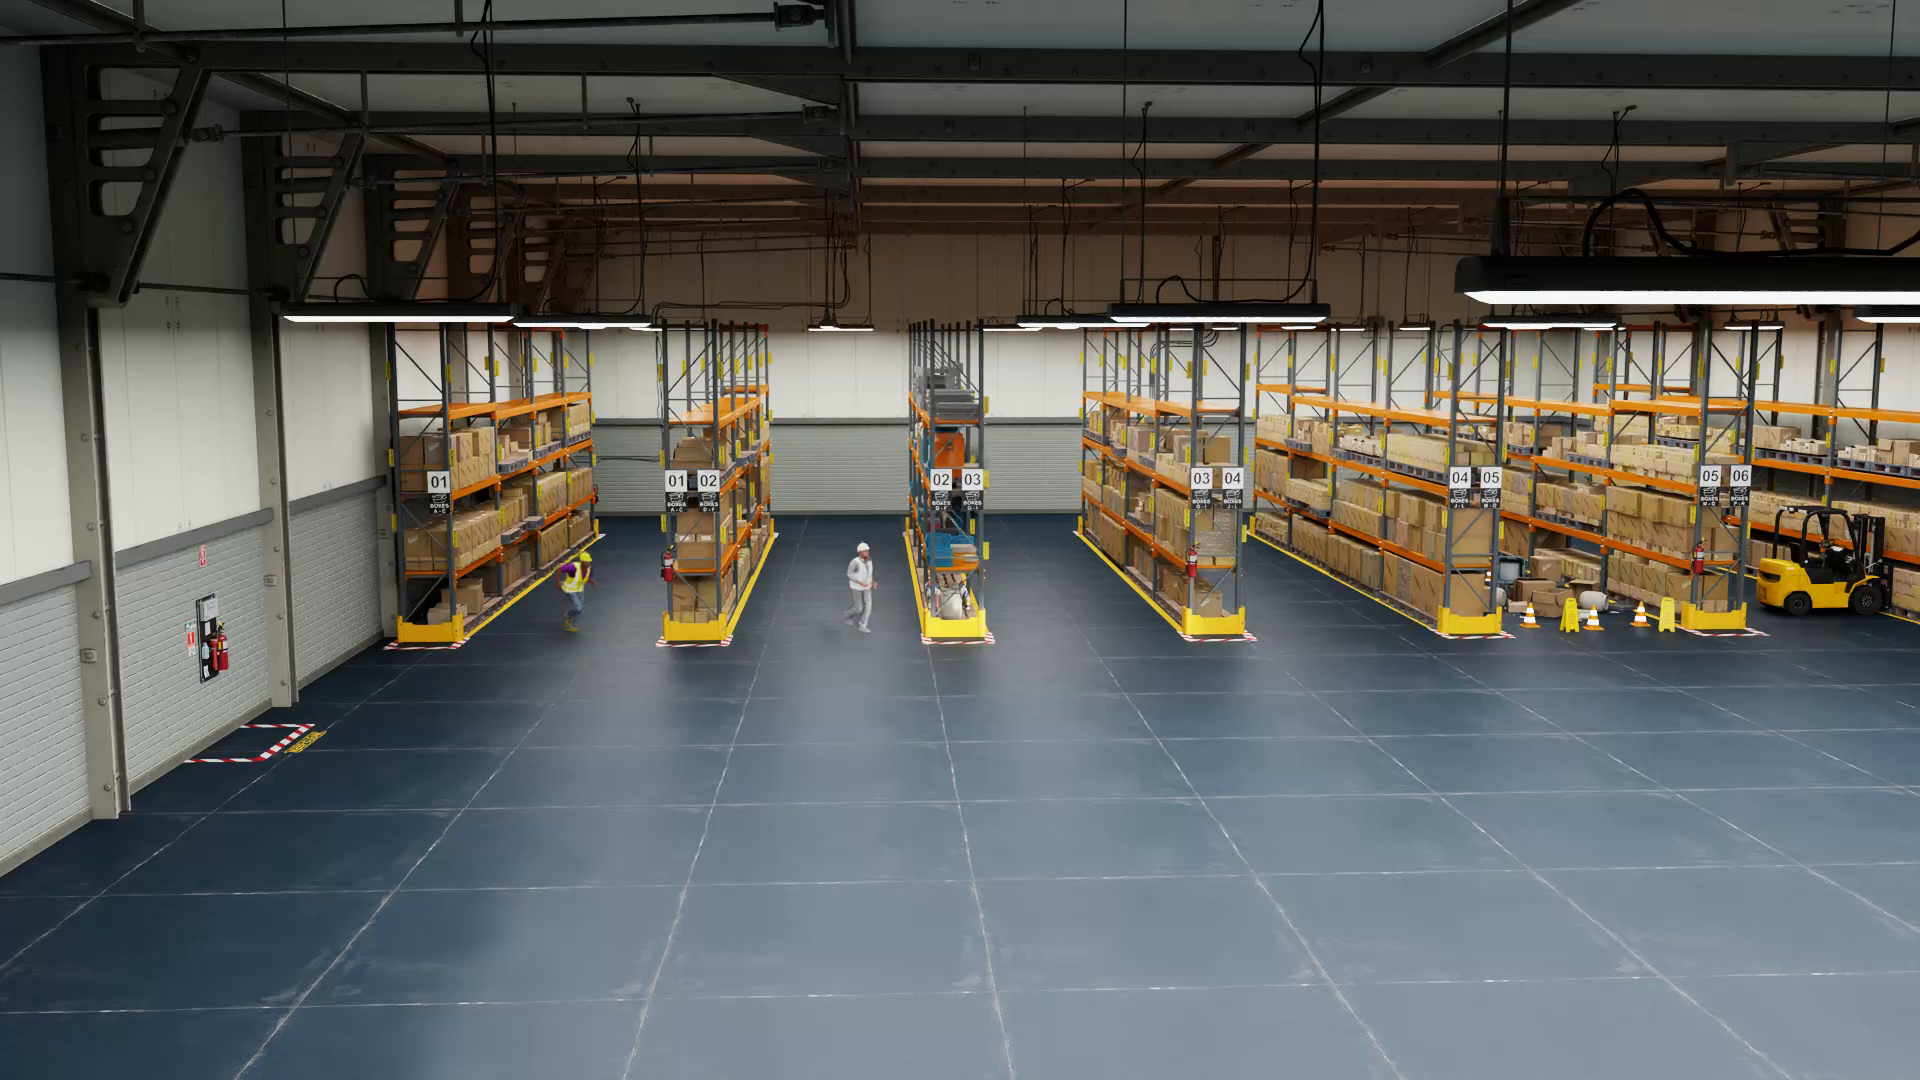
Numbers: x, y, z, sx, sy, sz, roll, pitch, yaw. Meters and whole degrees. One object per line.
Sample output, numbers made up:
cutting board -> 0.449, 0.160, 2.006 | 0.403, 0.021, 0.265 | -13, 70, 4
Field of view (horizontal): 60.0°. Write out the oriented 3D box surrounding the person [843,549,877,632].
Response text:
person -> -1.943, 0.931, 31.993 | 0.655, 1.676, 0.758 | -6, 9, -40

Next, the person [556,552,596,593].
person -> -7.317, 0.629, 31.785 | 0.701, 0.802, 0.744 | 6, 9, 38
